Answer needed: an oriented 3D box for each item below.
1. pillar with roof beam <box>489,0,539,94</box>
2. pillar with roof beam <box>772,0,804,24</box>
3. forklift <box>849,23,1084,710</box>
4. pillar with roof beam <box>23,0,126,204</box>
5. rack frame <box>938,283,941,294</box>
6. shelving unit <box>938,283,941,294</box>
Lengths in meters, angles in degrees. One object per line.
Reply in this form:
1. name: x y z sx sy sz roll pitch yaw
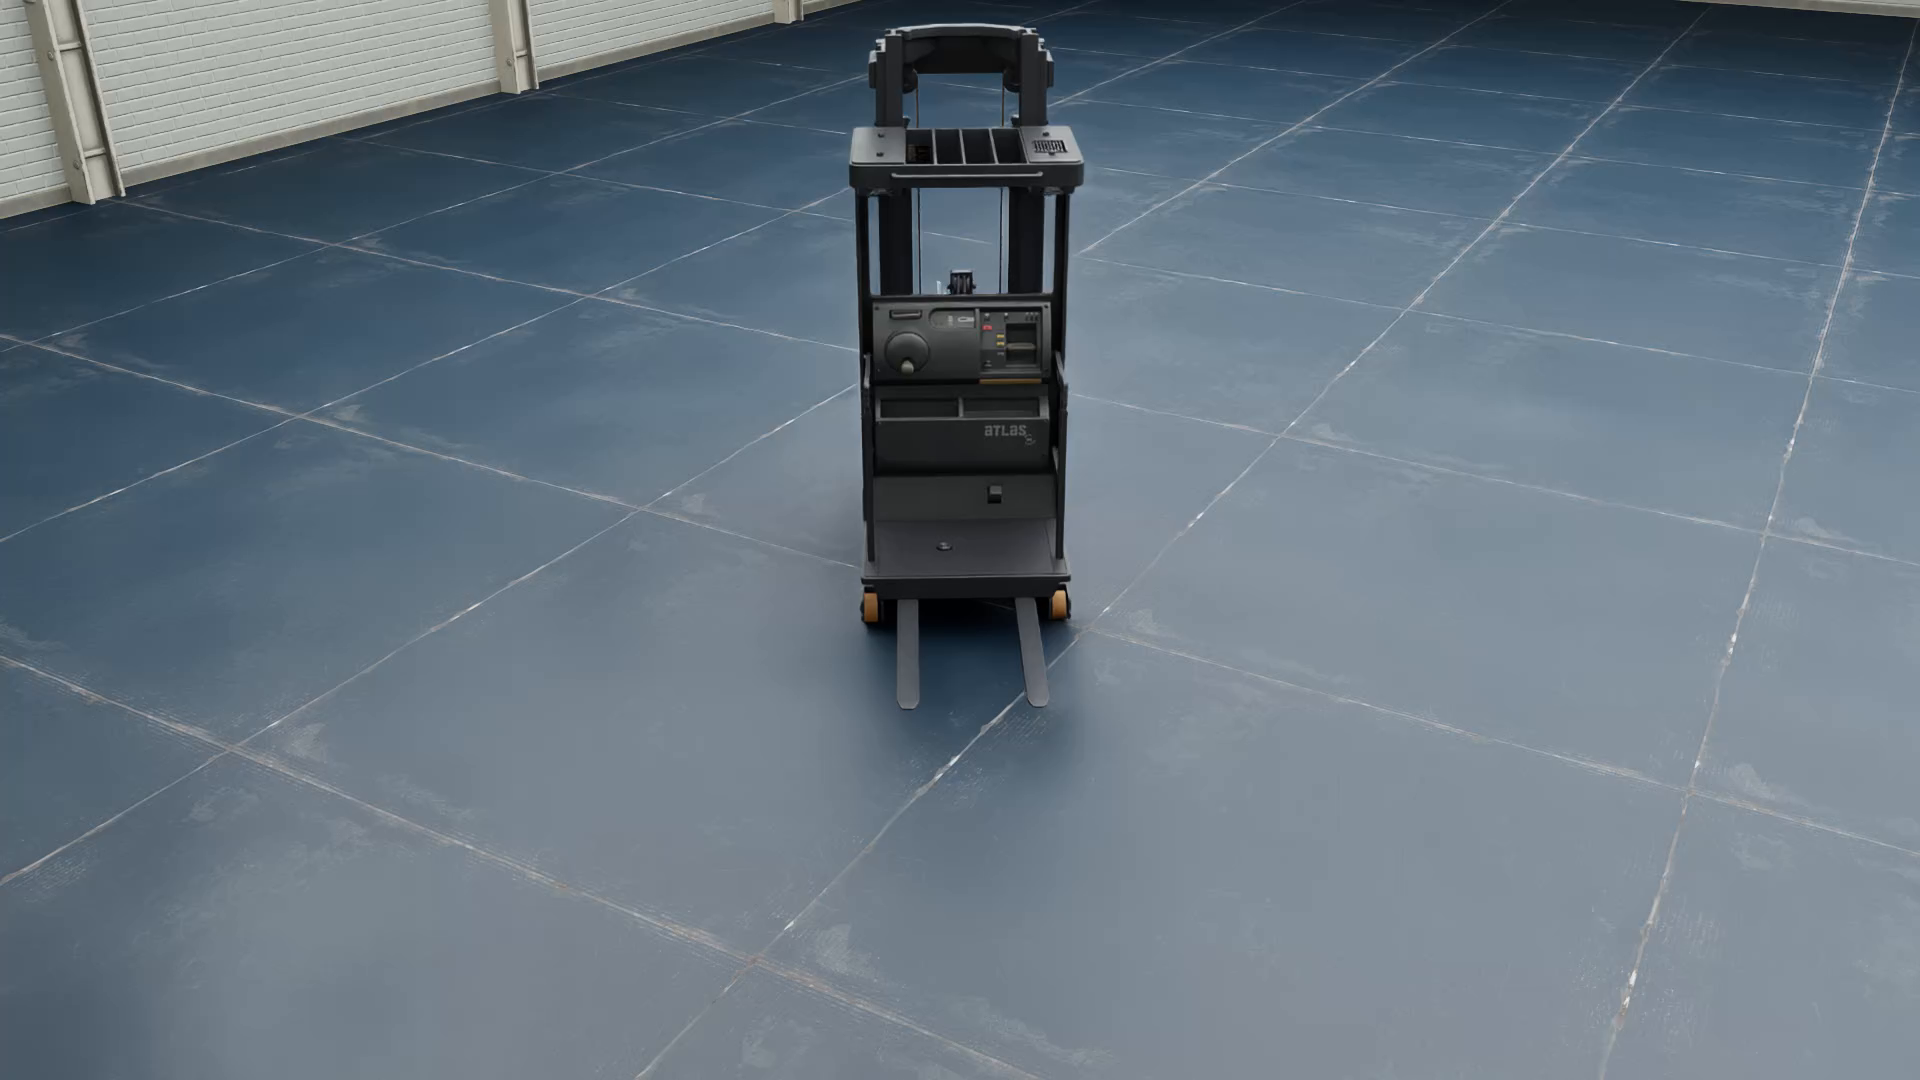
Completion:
1. pillar with roof beam: -1.876 -8.822 17.321 9.100 9.000 0.400 14 30 26
2. pillar with roof beam: 1.075 -11.160 21.992 9.100 9.000 0.400 14 30 26
3. forklift: 0.020 -1.012 8.498 1.130 2.935 3.031 -1 27 -2
4. pillar with roof beam: -4.828 -6.484 12.650 9.100 9.000 0.400 14 30 26
5. rack frame: -0.107 -0.993 10.389 0.015 1.200 0.240 -4 26 -8
6. shelving unit: -0.348 -0.975 10.353 0.503 1.200 0.258 -4 26 -8
